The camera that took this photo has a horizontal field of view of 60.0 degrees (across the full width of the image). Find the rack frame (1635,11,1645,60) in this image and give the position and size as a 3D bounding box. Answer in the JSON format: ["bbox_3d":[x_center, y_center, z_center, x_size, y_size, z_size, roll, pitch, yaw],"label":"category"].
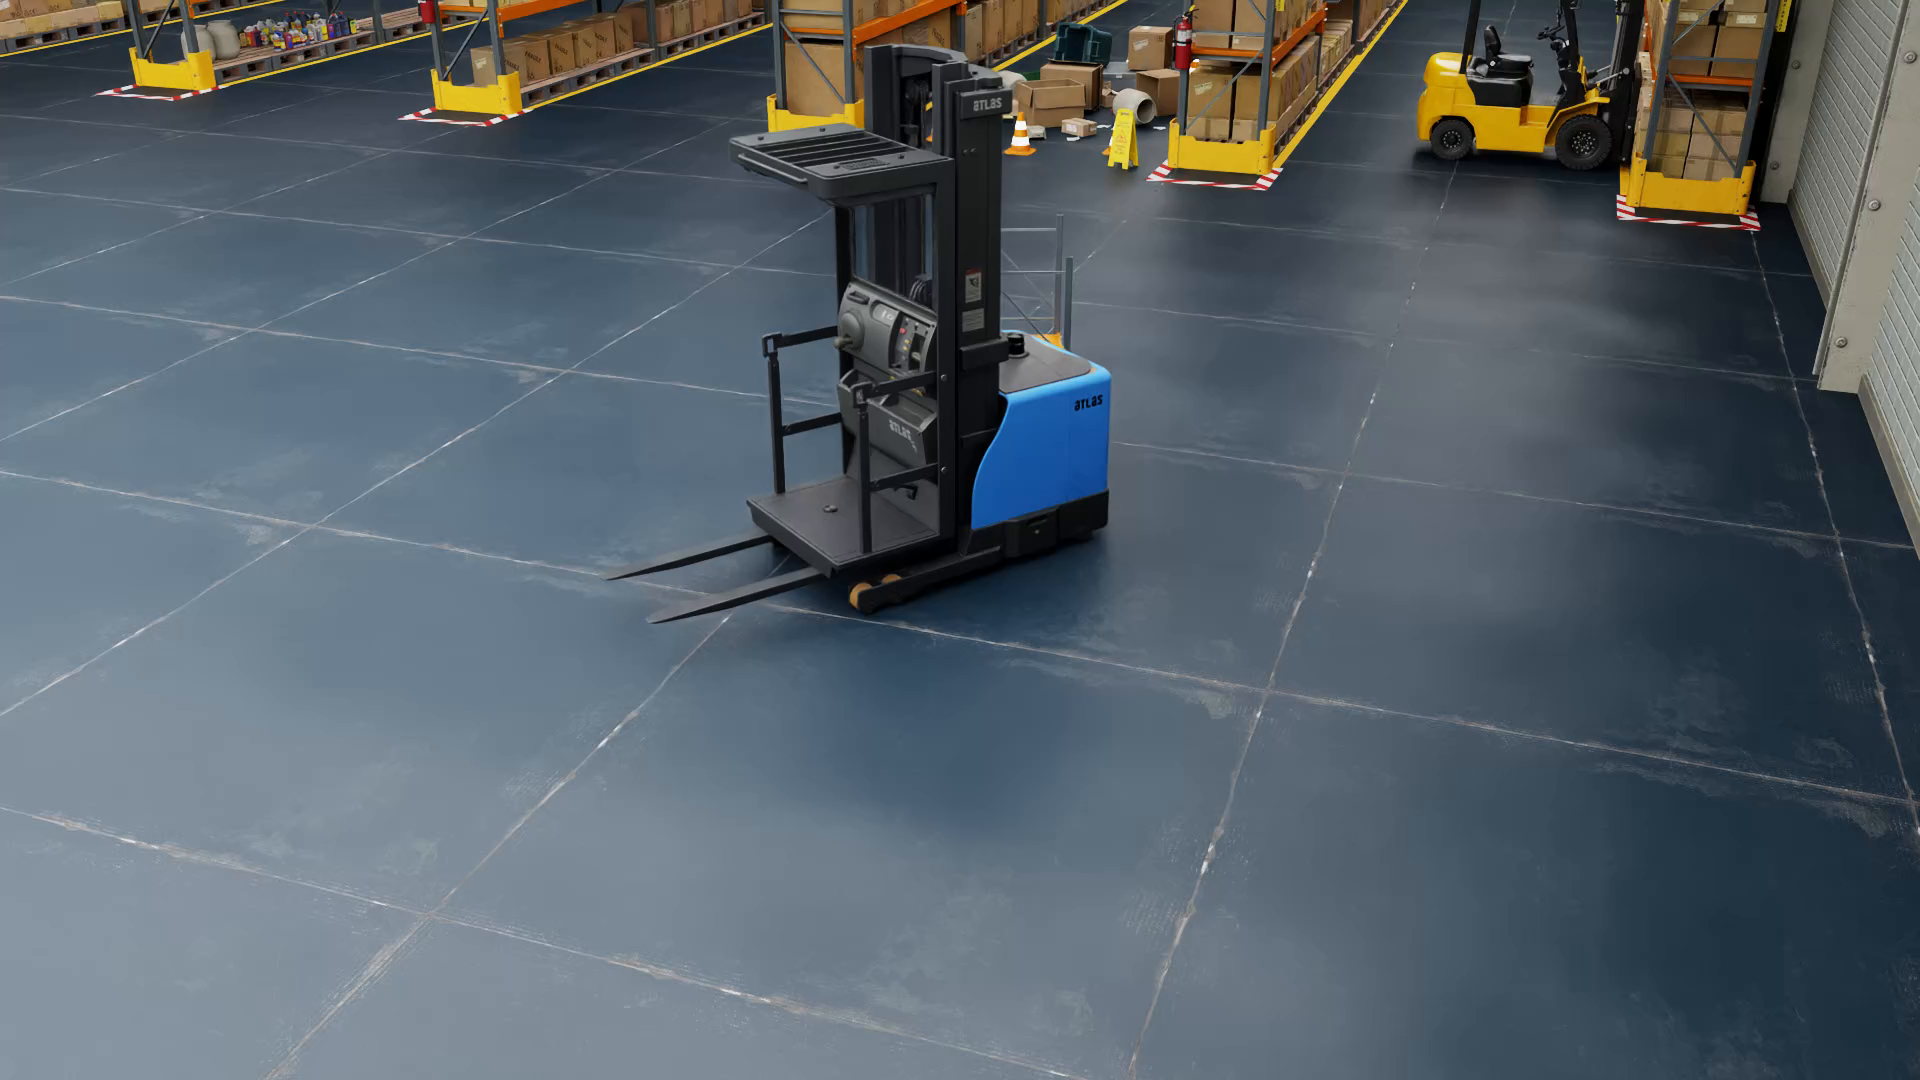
[{"bbox_3d":[10.297,-8.152,23.646,1.000,3.000,0.127,9,27,17],"label":"rack frame"}]

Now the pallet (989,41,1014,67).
[{"bbox_3d":[0.172,-7.479,25.455,1.003,0.211,1.213,9,27,17],"label":"pallet"}]

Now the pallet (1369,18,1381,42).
[{"bbox_3d":[6.356,-8.428,27.415,1.003,0.211,1.213,9,27,17],"label":"pallet"}]

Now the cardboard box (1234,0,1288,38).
[{"bbox_3d":[3.372,-5.916,18.571,0.500,0.500,0.500,8,27,17],"label":"cardboard box"}]

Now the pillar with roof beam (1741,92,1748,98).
[{"bbox_3d":[6.653,-10.810,22.251,9.100,9.000,0.400,9,27,17],"label":"pillar with roof beam"}]

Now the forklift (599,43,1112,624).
[{"bbox_3d":[-0.587,-1.170,9.303,3.031,2.935,1.130,-17,30,-31],"label":"forklift"}]

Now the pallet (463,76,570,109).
[{"bbox_3d":[-6.064,-6.125,22.658,1.003,0.211,1.213,9,27,17],"label":"pallet"}]

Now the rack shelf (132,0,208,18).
[{"bbox_3d":[-10.398,-8.237,24.645,1.077,0.370,4.000,9,27,17],"label":"rack shelf"}]

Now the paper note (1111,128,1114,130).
[{"bbox_3d":[1.934,-5.180,20.937,0.032,0.001,0.123,9,27,17],"label":"paper note"}]

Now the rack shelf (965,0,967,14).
[{"bbox_3d":[0.248,-8.401,24.985,1.077,0.370,4.000,9,27,17],"label":"rack shelf"}]

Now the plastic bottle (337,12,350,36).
[{"bbox_3d":[-9.675,-8.082,26.034,0.144,0.351,0.185,8,27,16],"label":"plastic bottle"}]

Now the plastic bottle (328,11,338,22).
[{"bbox_3d":[-9.811,-8.102,26.077,0.144,0.351,0.185,9,27,17],"label":"plastic bottle"}]

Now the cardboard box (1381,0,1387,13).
[{"bbox_3d":[6.815,-9.481,28.345,0.875,0.875,0.875,10,27,19],"label":"cardboard box"}]

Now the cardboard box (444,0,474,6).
[{"bbox_3d":[-6.493,-7.054,21.666,0.380,0.149,0.250,9,27,17],"label":"cardboard box"}]

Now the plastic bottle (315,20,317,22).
[{"bbox_3d":[-10.286,-8.212,26.474,0.097,0.201,0.097,0,26,0],"label":"plastic bottle"}]

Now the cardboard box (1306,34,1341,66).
[{"bbox_3d":[4.921,-7.031,23.863,0.950,0.372,0.625,10,27,19],"label":"cardboard box"}]

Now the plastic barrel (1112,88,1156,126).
[{"bbox_3d":[2.212,-5.492,21.107,0.421,0.421,0.512,-14,29,-27],"label":"plastic barrel"}]

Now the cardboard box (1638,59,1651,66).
[{"bbox_3d":[8.329,-5.548,19.793,0.500,0.250,0.500,9,27,18],"label":"cardboard box"}]

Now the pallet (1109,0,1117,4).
[{"bbox_3d":[2.434,-10.217,31.109,1.003,0.211,1.213,9,27,17],"label":"pallet"}]

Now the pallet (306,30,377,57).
[{"bbox_3d":[-9.995,-7.857,26.236,1.003,0.211,1.213,9,27,17],"label":"pallet"}]

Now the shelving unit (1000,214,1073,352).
[{"bbox_3d":[0.459,-1.339,11.294,0.587,1.500,1.083,0,26,0],"label":"shelving unit"}]

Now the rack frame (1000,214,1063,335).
[{"bbox_3d":[0.456,-1.556,11.743,0.500,1.500,0.032,0,26,0],"label":"rack frame"}]

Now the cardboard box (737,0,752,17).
[{"bbox_3d":[-3.935,-9.102,27.971,0.700,0.500,0.500,7,27,15],"label":"cardboard box"}]

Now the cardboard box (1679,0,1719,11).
[{"bbox_3d":[7.555,-5.513,16.995,0.380,0.149,0.250,9,27,18],"label":"cardboard box"}]

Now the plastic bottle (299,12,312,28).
[{"bbox_3d":[-10.256,-8.096,26.063,0.144,0.351,0.185,9,27,17],"label":"plastic bottle"}]

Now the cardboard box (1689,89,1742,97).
[{"bbox_3d":[8.312,-4.846,18.343,0.500,0.250,0.500,9,27,17],"label":"cardboard box"}]

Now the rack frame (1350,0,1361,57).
[{"bbox_3d":[5.615,-8.871,25.129,1.000,3.000,0.127,9,27,17],"label":"rack frame"}]

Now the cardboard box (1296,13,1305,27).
[{"bbox_3d":[3.964,-6.308,20.124,0.380,0.149,0.250,9,27,18],"label":"cardboard box"}]

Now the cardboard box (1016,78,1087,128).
[{"bbox_3d":[1.150,-5.548,21.132,0.797,0.503,0.637,-9,27,-18],"label":"cardboard box"}]

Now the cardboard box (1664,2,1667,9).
[{"bbox_3d":[7.824,-5.809,17.946,0.380,0.149,0.250,8,27,16],"label":"cardboard box"}]

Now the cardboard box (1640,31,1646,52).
[{"bbox_3d":[9.642,-6.472,22.418,0.875,0.625,0.625,8,27,15],"label":"cardboard box"}]

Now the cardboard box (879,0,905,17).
[{"bbox_3d":[-1.201,-6.927,20.943,0.875,0.550,0.550,9,27,17],"label":"cardboard box"}]

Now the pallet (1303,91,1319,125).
[{"bbox_3d":[4.093,-5.691,21.761,1.003,0.211,1.213,9,27,17],"label":"pallet"}]

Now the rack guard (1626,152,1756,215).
[{"bbox_3d":[7.626,-3.730,17.380,1.175,0.500,0.348,9,27,17],"label":"rack guard"}]

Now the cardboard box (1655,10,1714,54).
[{"bbox_3d":[7.732,-5.362,17.768,0.500,0.500,0.500,10,27,19],"label":"cardboard box"}]

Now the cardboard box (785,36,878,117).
[{"bbox_3d":[-1.586,-5.780,20.703,0.875,0.875,0.875,9,27,18],"label":"cardboard box"}]

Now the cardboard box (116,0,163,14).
[{"bbox_3d":[-14.034,-9.183,28.448,0.500,0.250,0.500,8,27,16],"label":"cardboard box"}]

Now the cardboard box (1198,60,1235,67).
[{"bbox_3d":[3.032,-5.692,19.632,0.380,0.149,0.250,10,27,19],"label":"cardboard box"}]

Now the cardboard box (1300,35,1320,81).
[{"bbox_3d":[4.340,-6.234,21.496,0.500,0.500,0.500,8,27,17],"label":"cardboard box"}]

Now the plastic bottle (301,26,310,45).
[{"bbox_3d":[-9.951,-7.674,25.283,0.097,0.271,0.097,0,26,0],"label":"plastic bottle"}]

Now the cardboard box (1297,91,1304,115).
[{"bbox_3d":[3.999,-5.468,20.774,0.500,0.250,0.500,9,27,18],"label":"cardboard box"}]

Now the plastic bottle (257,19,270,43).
[{"bbox_3d":[-10.658,-7.788,25.427,0.144,0.351,0.185,10,28,20],"label":"plastic bottle"}]

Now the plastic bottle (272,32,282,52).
[{"bbox_3d":[-10.166,-7.408,24.735,0.097,0.271,0.097,0,26,0],"label":"plastic bottle"}]

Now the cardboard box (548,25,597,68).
[{"bbox_3d":[-5.548,-7.066,23.789,0.500,0.500,0.500,6,27,13],"label":"cardboard box"}]

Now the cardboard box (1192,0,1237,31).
[{"bbox_3d":[2.873,-6.025,18.796,0.500,0.500,0.500,8,27,17],"label":"cardboard box"}]

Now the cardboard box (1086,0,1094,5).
[{"bbox_3d":[2.064,-9.703,29.235,0.500,0.500,0.500,8,27,16],"label":"cardboard box"}]

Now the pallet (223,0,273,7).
[{"bbox_3d":[-13.382,-10.158,30.988,1.003,0.211,1.213,9,27,17],"label":"pallet"}]

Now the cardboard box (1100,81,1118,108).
[{"bbox_3d":[1.988,-5.973,22.281,0.258,0.266,0.396,-9,27,-18],"label":"cardboard box"}]

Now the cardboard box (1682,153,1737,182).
[{"bbox_3d":[7.982,-3.990,17.721,0.500,0.250,0.500,9,27,18],"label":"cardboard box"}]
